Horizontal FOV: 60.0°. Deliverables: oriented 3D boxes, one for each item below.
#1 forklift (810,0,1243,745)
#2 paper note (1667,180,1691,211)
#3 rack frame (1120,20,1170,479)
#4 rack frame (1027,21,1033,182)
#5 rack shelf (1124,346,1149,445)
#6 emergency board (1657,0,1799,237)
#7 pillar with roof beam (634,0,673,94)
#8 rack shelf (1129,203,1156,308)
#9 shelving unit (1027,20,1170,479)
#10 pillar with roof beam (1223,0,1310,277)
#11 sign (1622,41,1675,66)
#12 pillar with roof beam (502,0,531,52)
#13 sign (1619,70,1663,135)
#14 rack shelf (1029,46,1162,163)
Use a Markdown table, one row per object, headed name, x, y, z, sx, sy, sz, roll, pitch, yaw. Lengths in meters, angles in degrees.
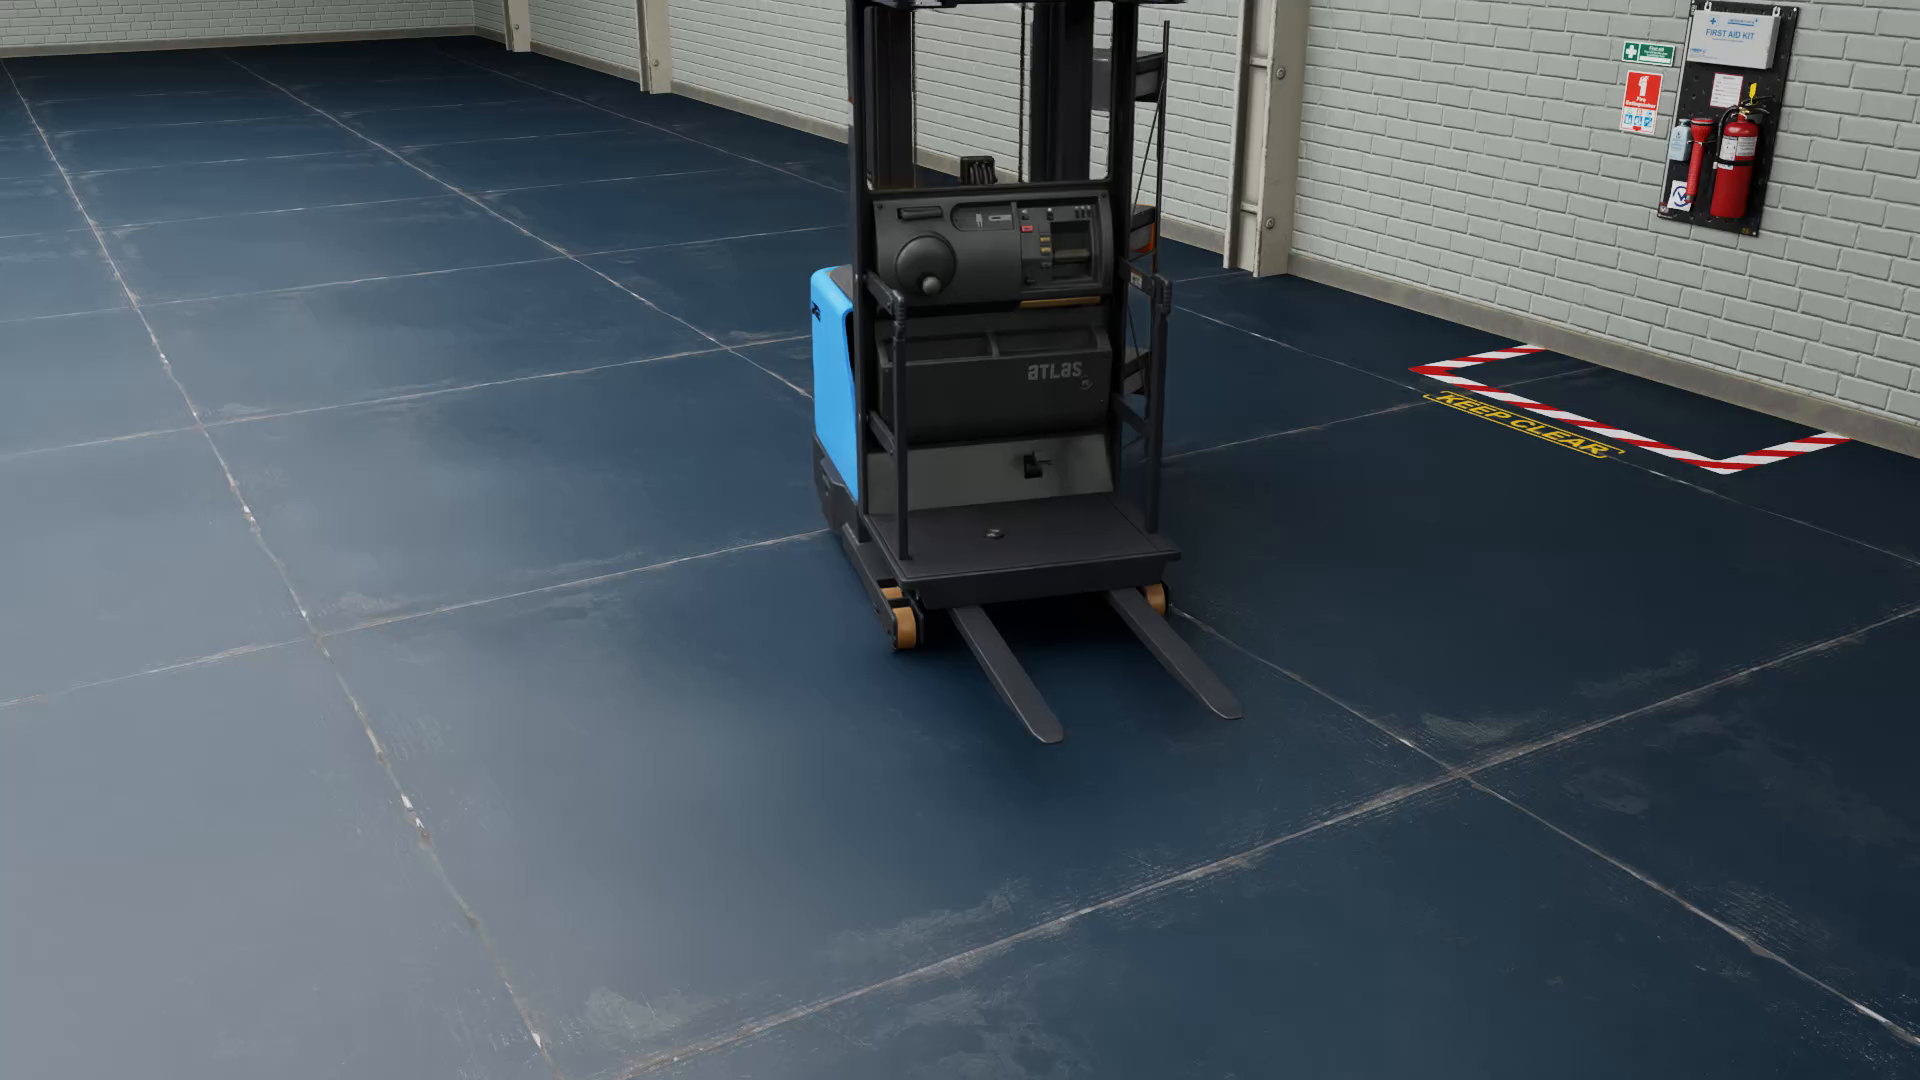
| name | x | y | z | sx | sy | sz | roll | pitch | yaw |
| --- | --- | --- | --- | --- | --- | --- | --- | --- | --- |
| forklift | 0.191 | -1.103 | 6.132 | 1.130 | 2.935 | 3.031 | -6 | 23 | -14 |
| paper note | 3.975 | -1.898 | 9.167 | 0.016 | 0.148 | 0.142 | -13 | 25 | -28 |
| rack frame | 0.840 | -1.313 | 7.753 | 0.015 | 2.100 | 0.400 | 13 | 25 | 28 |
| rack frame | 0.420 | -1.407 | 7.984 | 0.015 | 2.100 | 0.400 | 13 | 25 | 28 |
| rack shelf | 0.630 | -0.699 | 8.137 | 0.480 | 0.518 | 0.431 | 13 | 25 | 28 |
| emergency board | 4.006 | -2.235 | 8.828 | 0.194 | 1.169 | 0.643 | -13 | 25 | -28 |
| pillar with roof beam | -7.660 | -9.206 | 18.010 | 9.100 | 9.000 | 0.400 | -13 | 25 | -28 |
| rack shelf | 0.630 | -1.347 | 7.874 | 0.480 | 0.518 | 0.431 | 13 | 25 | 28 |
| shelving unit | 0.630 | -1.360 | 7.869 | 0.503 | 2.100 | 0.431 | 13 | 25 | 28 |
| pillar with roof beam | -1.530 | -5.322 | 8.453 | 9.100 | 9.000 | 0.400 | -13 | 25 | -28 |
| sign | 3.807 | -2.693 | 9.202 | 0.001 | 0.109 | 0.331 | -13 | 25 | -28 |
| pillar with roof beam | -10.725 | -11.148 | 22.789 | 9.100 | 9.000 | 0.400 | -13 | 25 | -28 |
| sign | 3.812 | -2.451 | 9.310 | 0.001 | 0.329 | 0.234 | -13 | 25 | -28 |
| rack shelf | 0.630 | -1.996 | 7.610 | 0.480 | 0.518 | 0.431 | 13 | 25 | 28 |
